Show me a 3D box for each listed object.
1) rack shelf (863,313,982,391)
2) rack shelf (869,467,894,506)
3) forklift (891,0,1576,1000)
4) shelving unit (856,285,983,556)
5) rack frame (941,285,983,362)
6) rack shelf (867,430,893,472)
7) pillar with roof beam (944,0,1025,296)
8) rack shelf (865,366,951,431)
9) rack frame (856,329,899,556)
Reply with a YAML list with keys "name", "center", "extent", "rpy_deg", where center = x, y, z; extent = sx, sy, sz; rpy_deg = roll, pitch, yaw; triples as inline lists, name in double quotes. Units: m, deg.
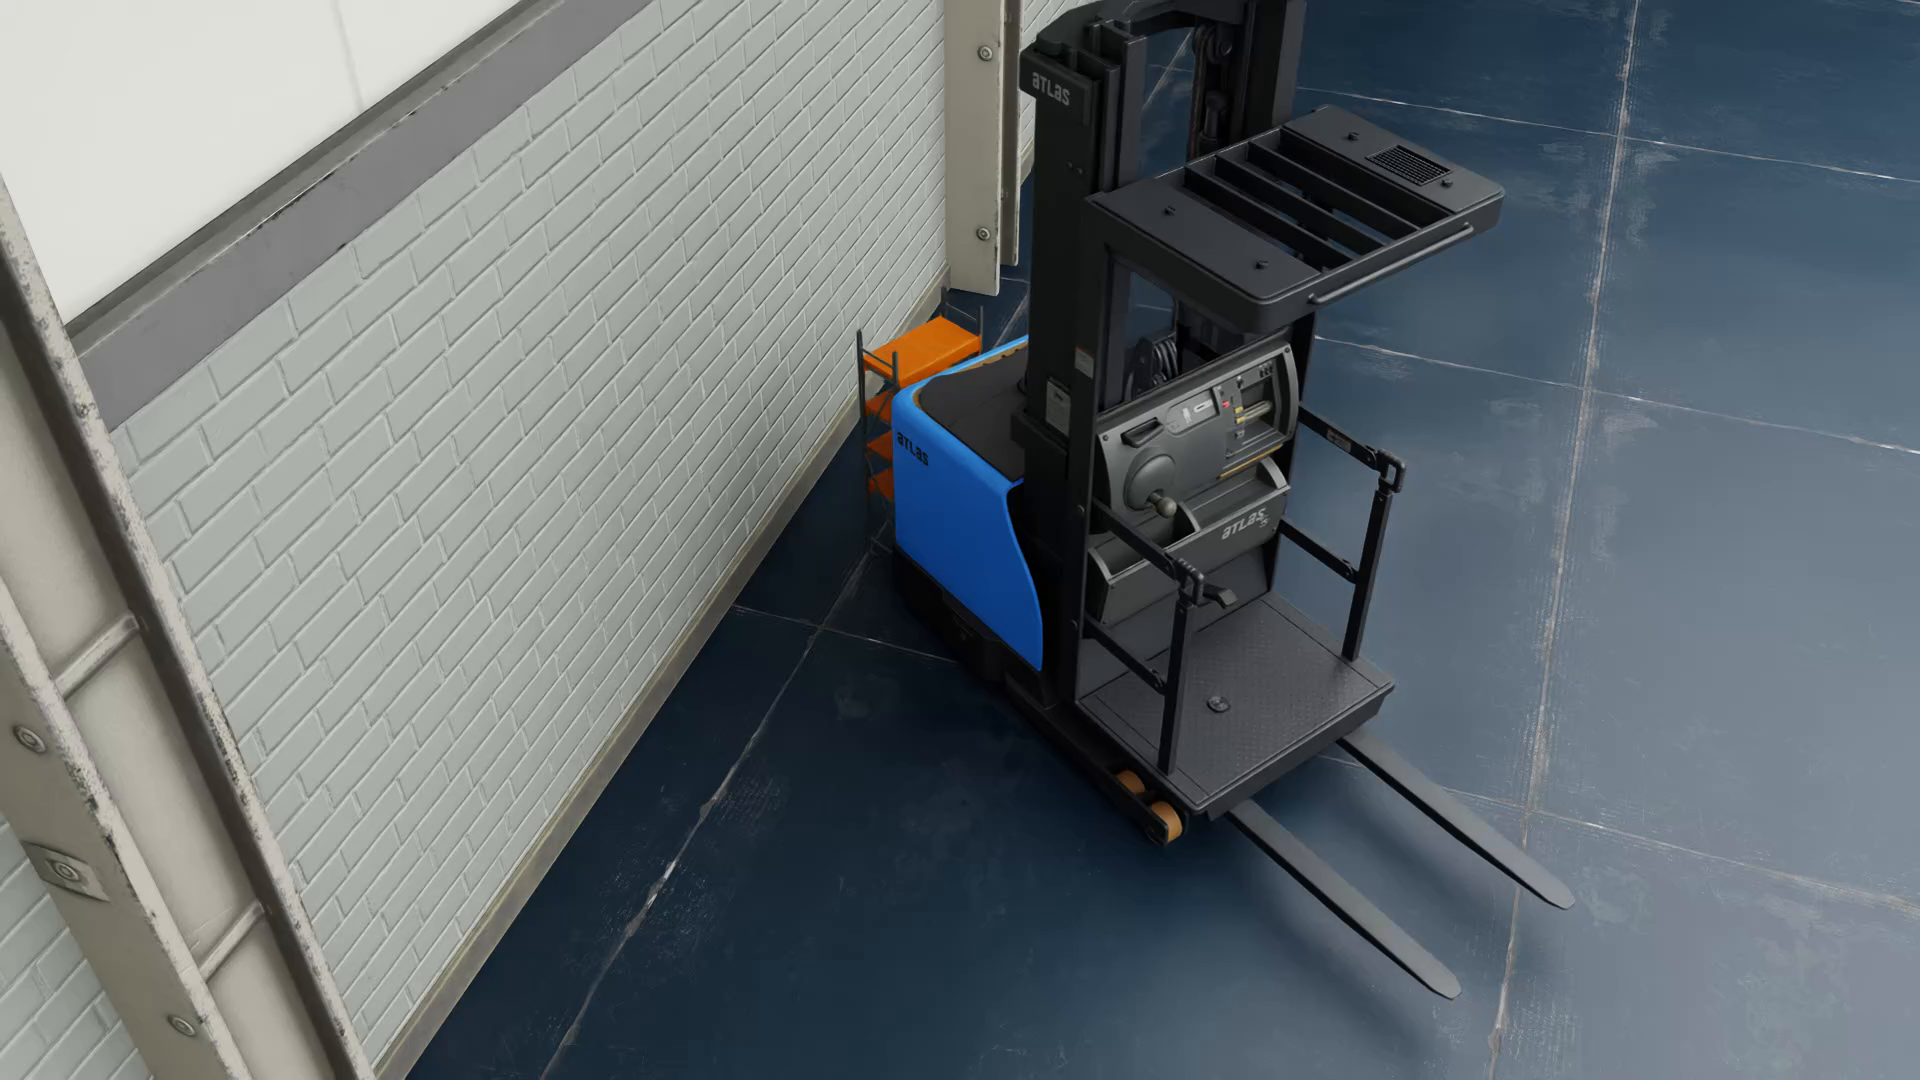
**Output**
- name: "rack shelf"
  center: [-0.166, -0.766, 7.072]
  extent: [0.480, 0.148, 0.258]
  rpy_deg: [-33, 50, -32]
- name: "rack shelf"
  center: [-0.166, -0.265, 7.499]
  extent: [0.480, 0.148, 0.258]
  rpy_deg: [-33, 50, -32]
- name: "forklift"
  center: [0.994, -0.321, 5.822]
  extent: [1.130, 2.935, 3.031]
  rpy_deg: [-26, 47, -27]
- name: "shelving unit"
  center: [-0.166, -0.467, 7.327]
  extent: [0.503, 1.200, 0.258]
  rpy_deg: [-33, 50, -32]
- name: "rack frame"
  center: [0.008, -0.578, 7.457]
  extent: [0.015, 1.200, 0.240]
  rpy_deg: [-33, 50, -32]
- name: "rack shelf"
  center: [-0.166, -0.416, 7.370]
  extent: [0.480, 0.148, 0.258]
  rpy_deg: [-33, 50, -32]
- name: "pillar with roof beam"
  center: [4.170, -3.986, 5.443]
  extent: [9.100, 9.000, 0.400]
  rpy_deg: [13, 42, 15]
- name: "rack shelf"
  center: [-0.166, -0.586, 7.225]
  extent: [0.480, 0.148, 0.258]
  rpy_deg: [-33, 50, -32]
- name: "rack frame"
  center: [-0.340, -0.356, 7.197]
  extent: [0.015, 1.200, 0.240]
  rpy_deg: [-33, 50, -32]
